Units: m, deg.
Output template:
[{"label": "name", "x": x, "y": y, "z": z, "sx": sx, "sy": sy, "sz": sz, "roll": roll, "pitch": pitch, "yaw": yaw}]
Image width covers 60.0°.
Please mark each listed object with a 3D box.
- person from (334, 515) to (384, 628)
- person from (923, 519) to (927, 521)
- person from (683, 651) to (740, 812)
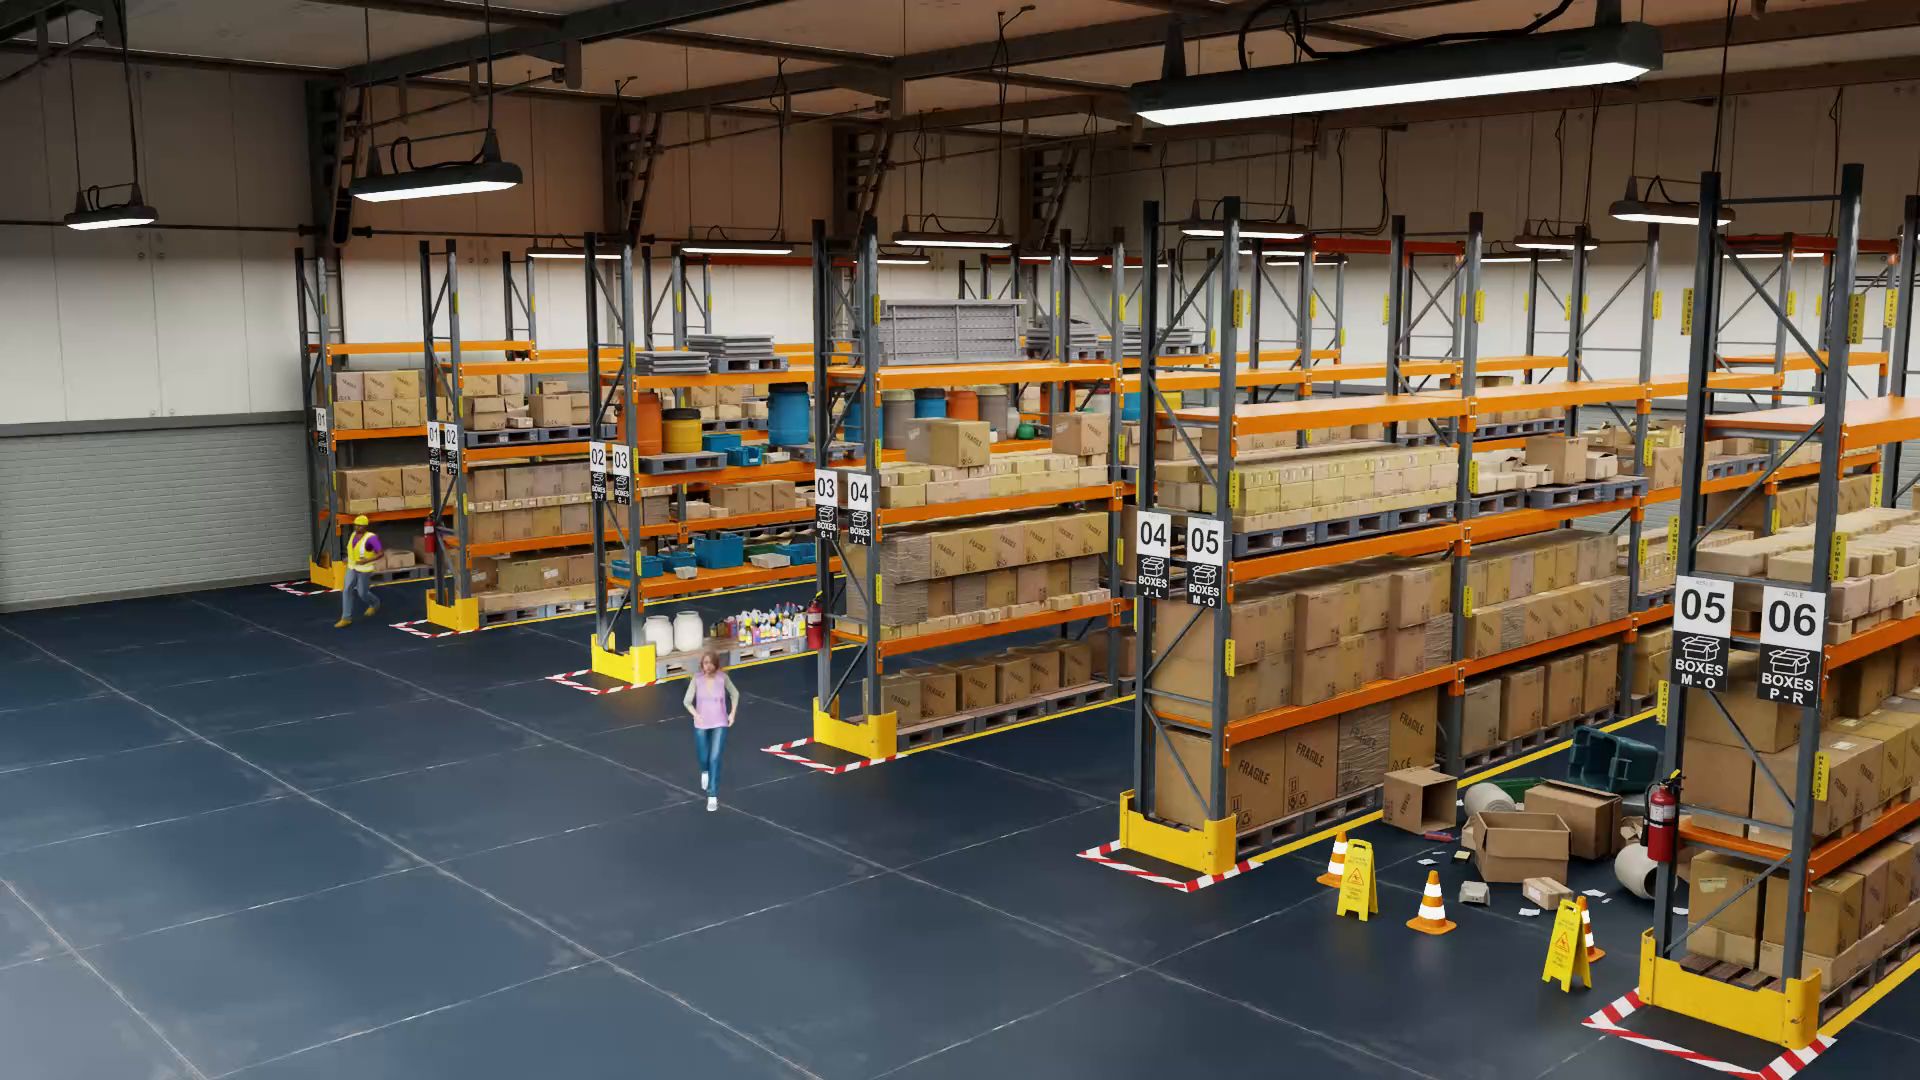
[{"label": "person", "x": -9.409, "y": 0.467, "z": 26.274, "sx": 0.733, "sy": 1.744, "sz": 0.912, "roll": 3, "pitch": 9, "yaw": 20}, {"label": "person", "x": -0.349, "y": -0.107, "z": 28.492, "sx": 0.560, "sy": 1.744, "sz": 0.603, "roll": 8, "pitch": 12, "yaw": 43}, {"label": "person", "x": -2.538, "y": 1.908, "z": 17.025, "sx": 0.565, "sy": 1.600, "sz": 0.722, "roll": -1, "pitch": 8, "yaw": -5}]
